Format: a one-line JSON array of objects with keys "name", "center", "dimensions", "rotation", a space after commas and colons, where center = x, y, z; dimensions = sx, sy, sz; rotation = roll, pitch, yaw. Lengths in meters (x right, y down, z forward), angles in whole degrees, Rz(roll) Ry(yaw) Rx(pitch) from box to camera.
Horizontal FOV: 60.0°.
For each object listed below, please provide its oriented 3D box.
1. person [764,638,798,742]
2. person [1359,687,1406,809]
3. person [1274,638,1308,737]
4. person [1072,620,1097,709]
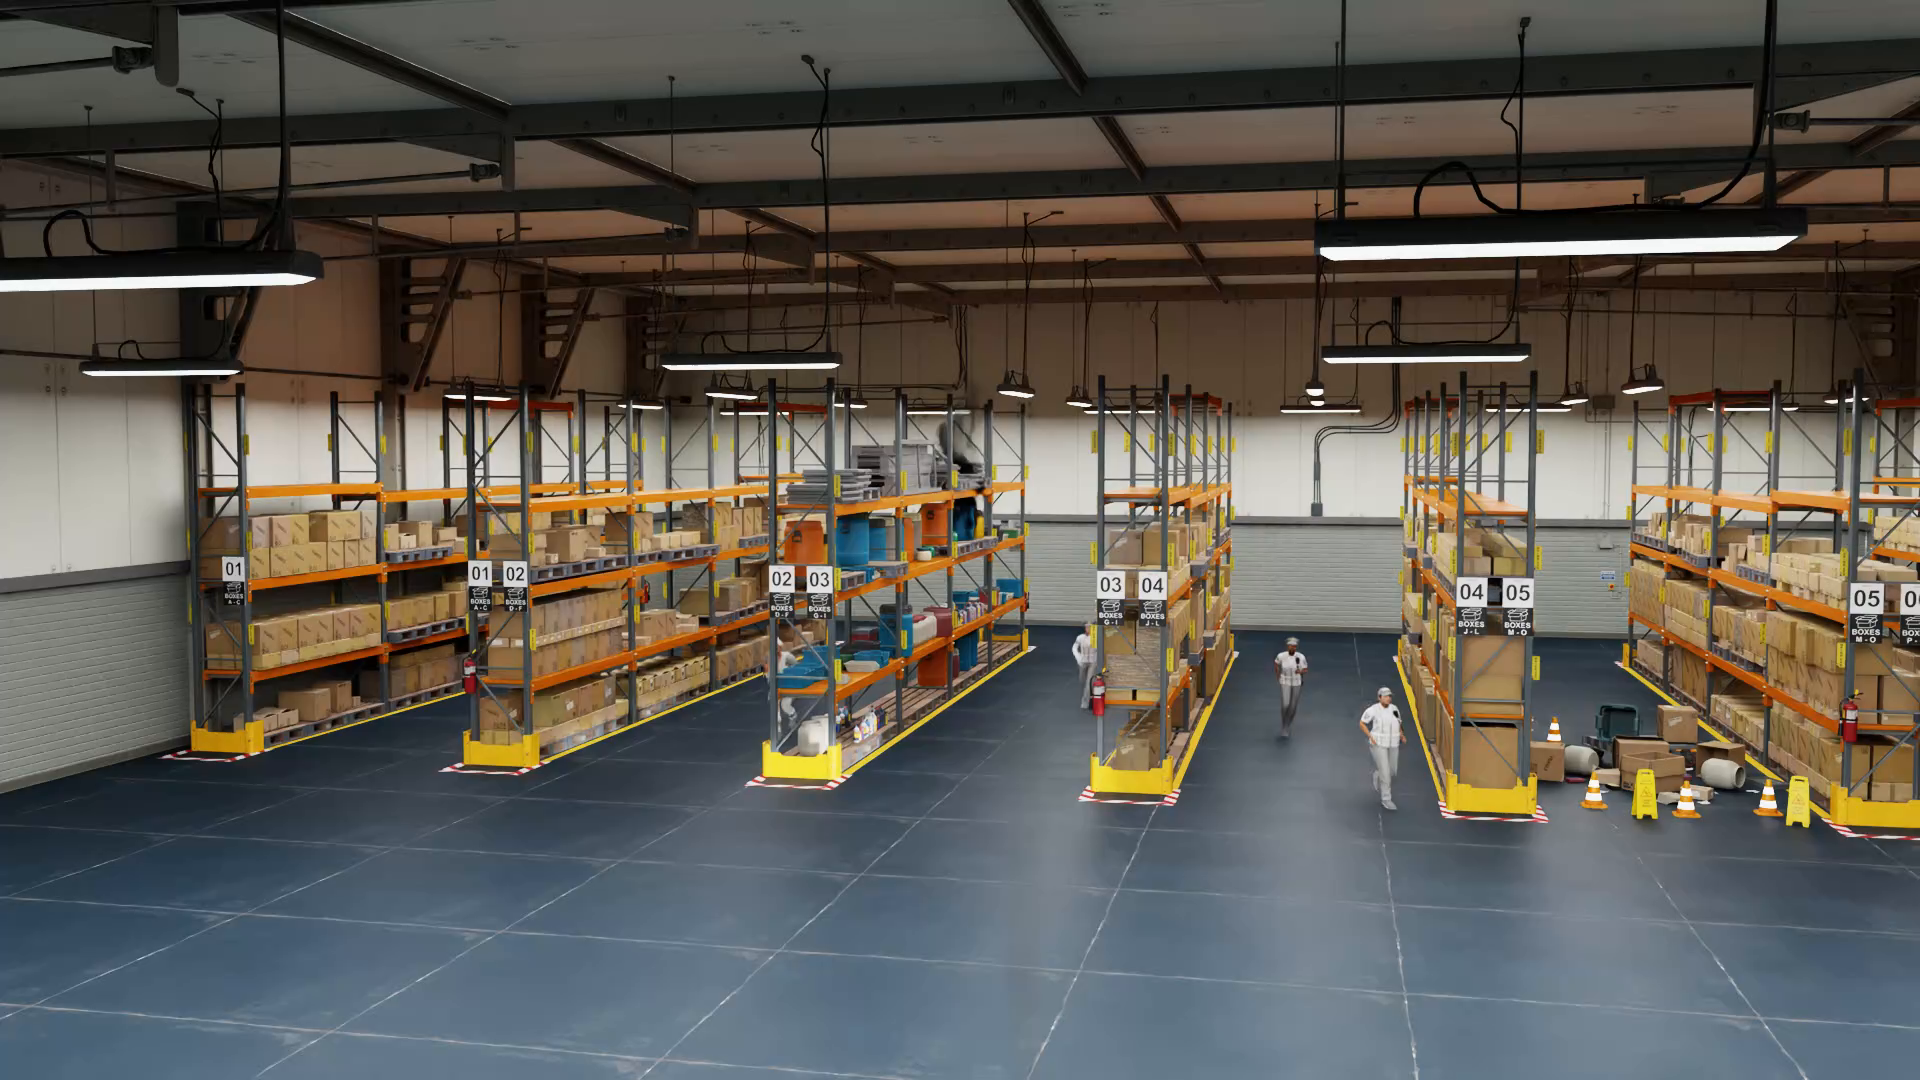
[{"name": "person", "center": [-3.032, 2.529, 28.490], "dimensions": [0.670, 1.780, 0.996], "rotation": [1, 3, 16]}, {"name": "person", "center": [5.892, 2.873, 23.190], "dimensions": [0.607, 1.654, 0.766], "rotation": [-1, 3, -14]}, {"name": "person", "center": [5.722, 2.530, 28.726], "dimensions": [0.555, 1.735, 0.784], "rotation": [0, 3, 4]}, {"name": "person", "center": [2.477, 2.360, 31.916], "dimensions": [0.644, 1.676, 0.746], "rotation": [1, 3, 9]}]
